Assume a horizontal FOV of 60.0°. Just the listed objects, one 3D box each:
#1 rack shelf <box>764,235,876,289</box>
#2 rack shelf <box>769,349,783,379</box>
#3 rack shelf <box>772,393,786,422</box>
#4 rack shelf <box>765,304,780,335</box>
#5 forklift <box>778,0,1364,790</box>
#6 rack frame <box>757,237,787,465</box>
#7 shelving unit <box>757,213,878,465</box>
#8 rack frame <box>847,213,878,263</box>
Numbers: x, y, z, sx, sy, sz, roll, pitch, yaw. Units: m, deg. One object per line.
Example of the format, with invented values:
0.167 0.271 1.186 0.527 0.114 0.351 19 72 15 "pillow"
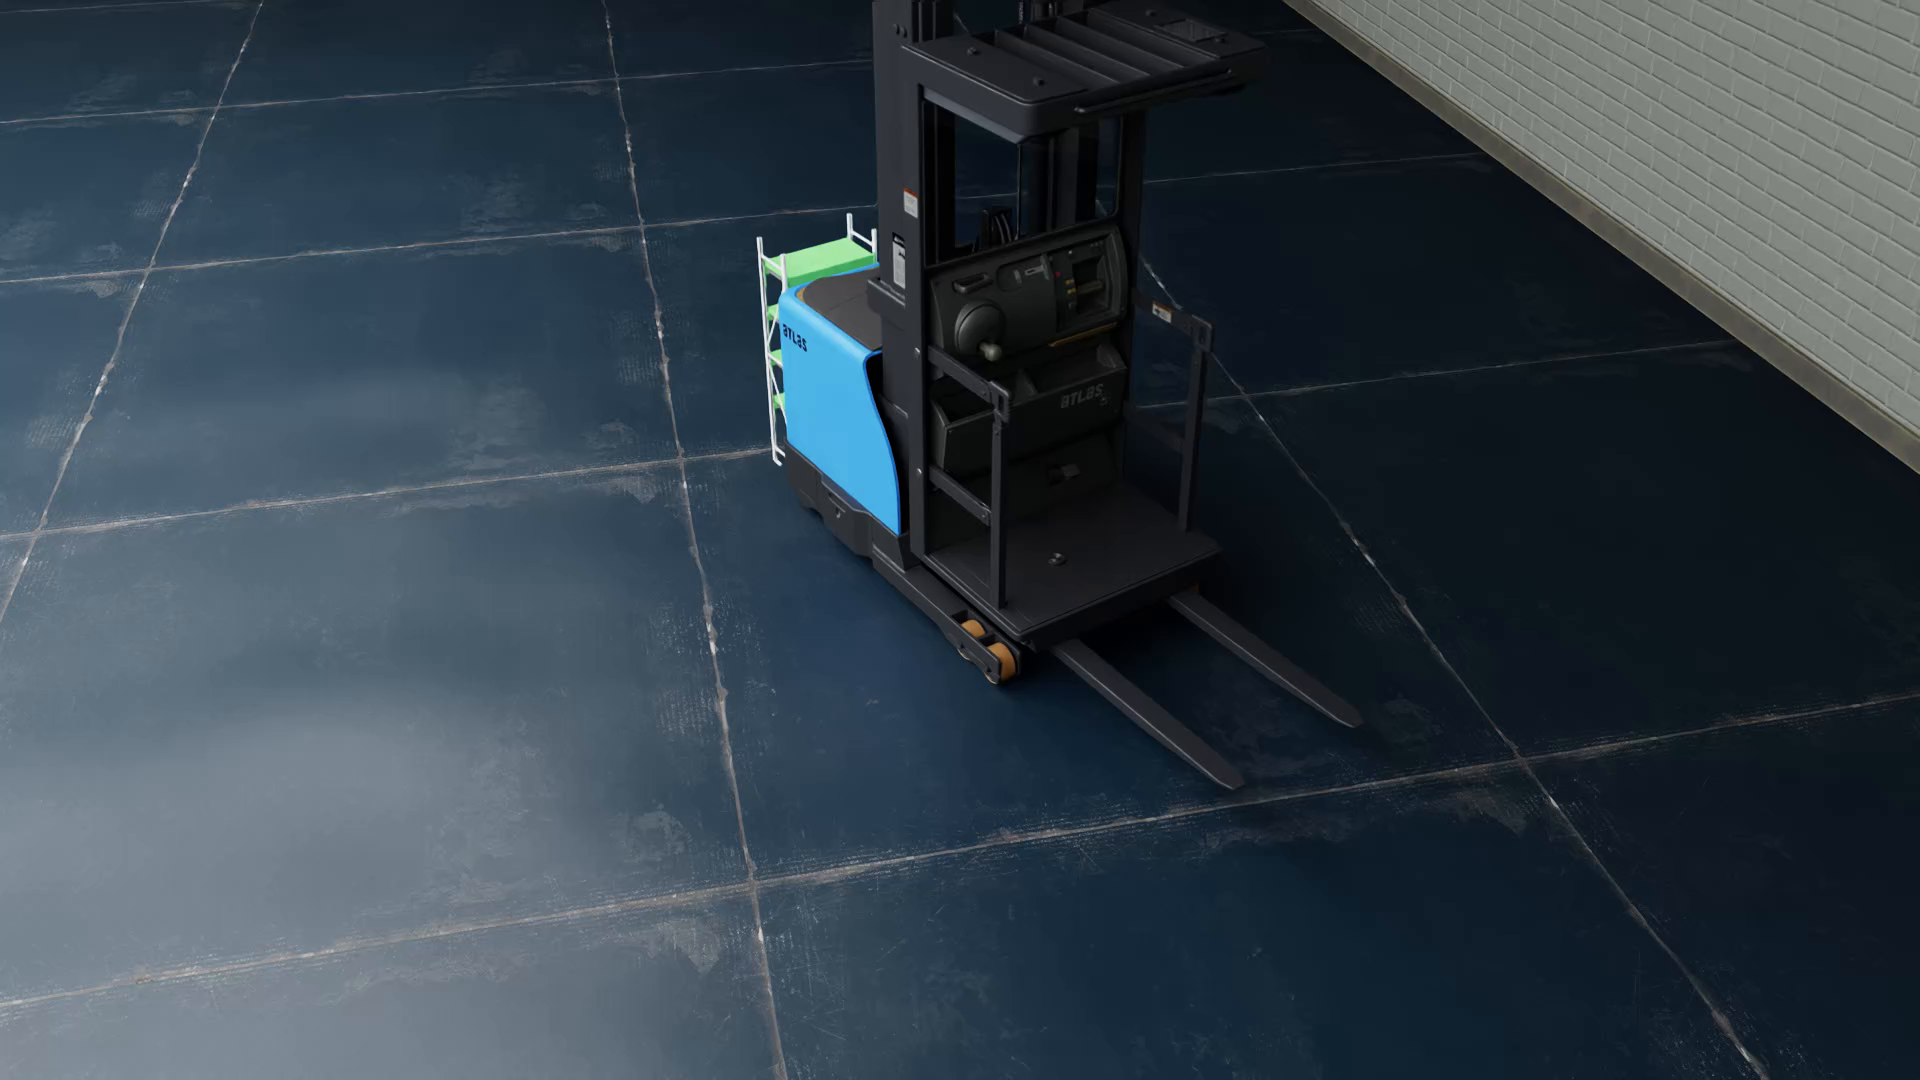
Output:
-0.663 -1.269 7.817 0.480 0.148 0.258 -21 39 -28 "rack shelf"
-0.663 -0.870 8.085 0.480 0.148 0.258 -21 39 -28 "rack shelf"
-0.663 -0.671 8.218 0.480 0.148 0.258 -21 39 -28 "rack shelf"
-0.663 -1.069 7.951 0.480 0.148 0.258 -21 39 -28 "rack shelf"
0.409 -0.931 6.506 1.130 2.935 3.031 -21 39 -28 "forklift"
-0.863 -0.845 7.933 0.015 1.200 0.240 -21 39 -28 "rack frame"
-0.663 -0.923 8.049 0.503 1.200 0.258 -21 39 -28 "shelving unit"
-0.463 -1.001 8.165 0.015 1.200 0.240 -21 39 -28 "rack frame"
